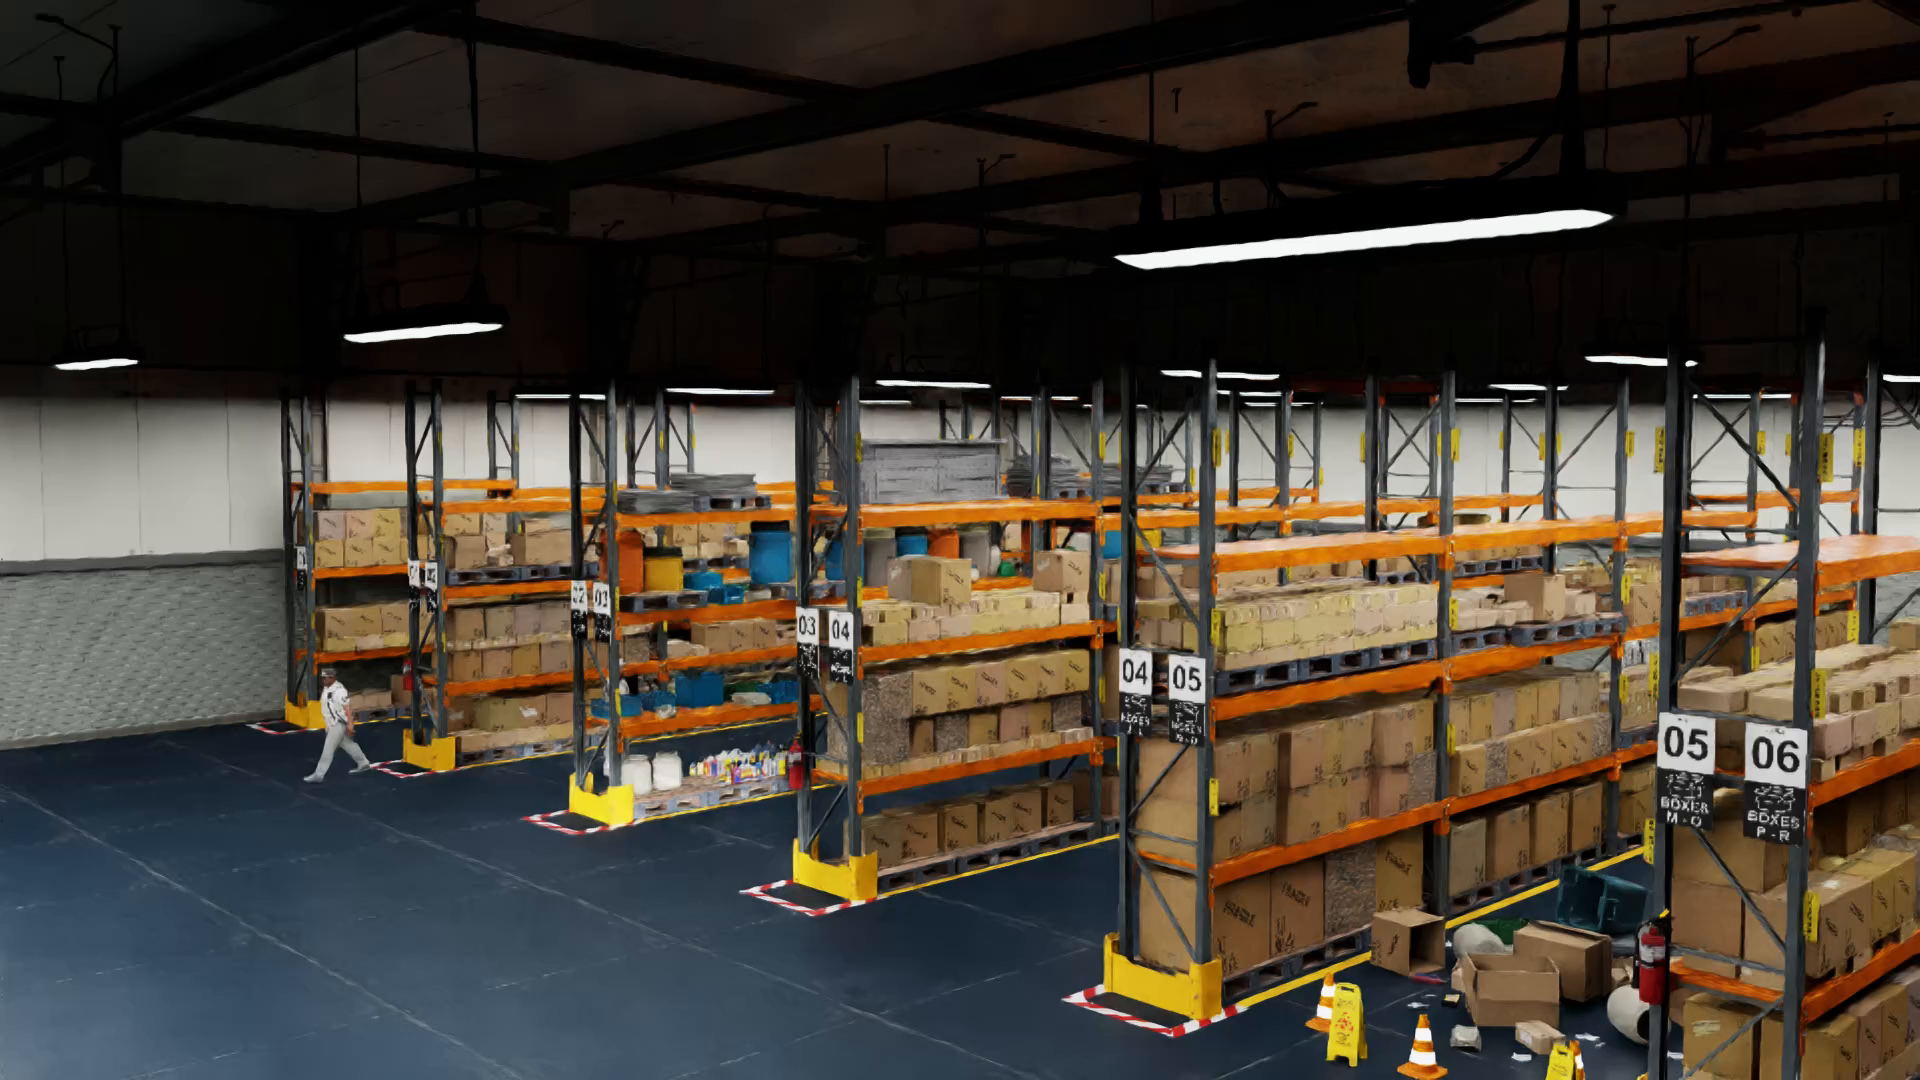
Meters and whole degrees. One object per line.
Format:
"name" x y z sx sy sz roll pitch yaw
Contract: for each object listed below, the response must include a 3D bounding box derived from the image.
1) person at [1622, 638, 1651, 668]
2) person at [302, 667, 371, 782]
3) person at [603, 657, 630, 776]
"person" 12.777 2.336 31.520 0.630 1.608 0.811 2 4 29
"person" -9.353 2.723 24.856 1.126 1.672 0.542 -3 5 -41
"person" -5.195 2.621 25.192 0.363 1.713 0.586 1 4 17
